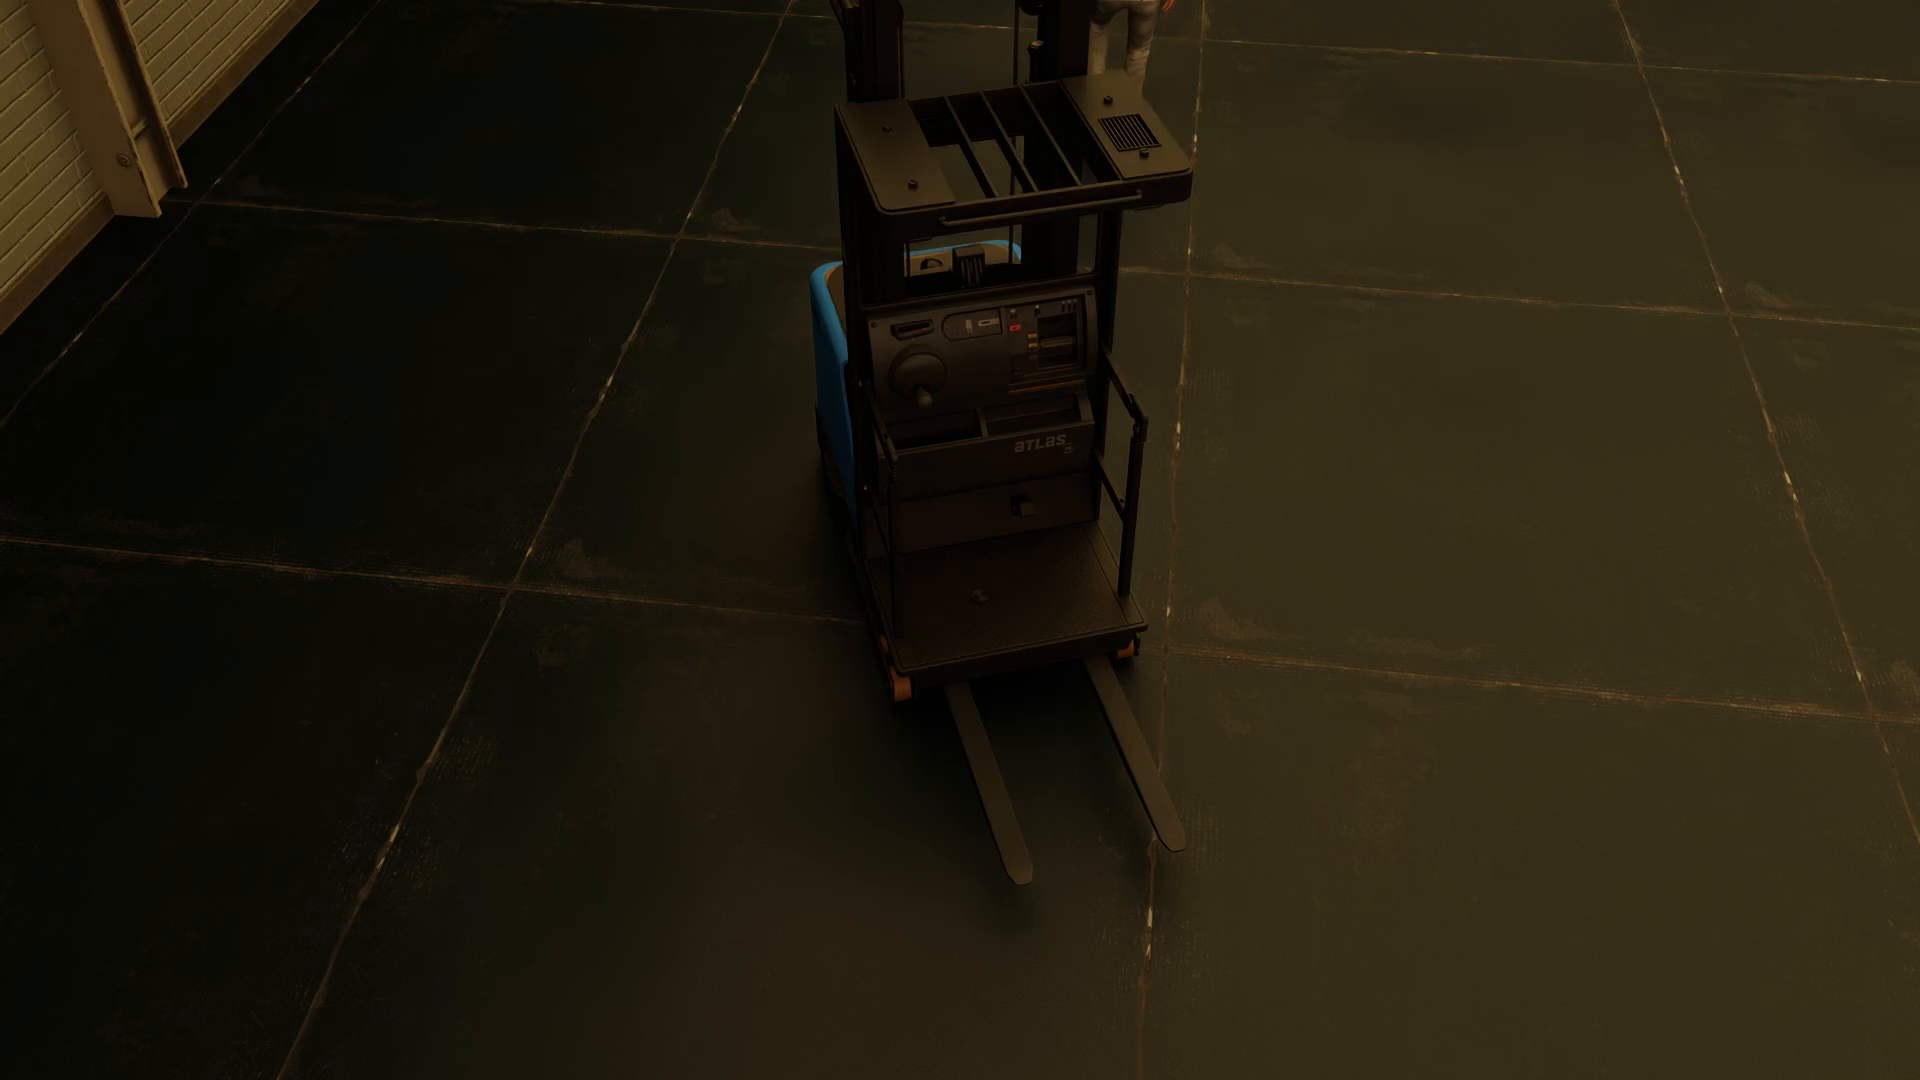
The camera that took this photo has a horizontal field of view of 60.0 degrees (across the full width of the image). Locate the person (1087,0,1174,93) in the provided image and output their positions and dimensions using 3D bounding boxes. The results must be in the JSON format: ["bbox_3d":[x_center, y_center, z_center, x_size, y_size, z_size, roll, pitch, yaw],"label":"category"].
[{"bbox_3d":[1.045,-3.475,10.412,0.639,1.800,0.507,6,43,7],"label":"person"}]

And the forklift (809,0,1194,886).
[{"bbox_3d":[0.153,-0.681,6.465,1.130,2.935,3.031,-10,44,-11],"label":"forklift"}]
